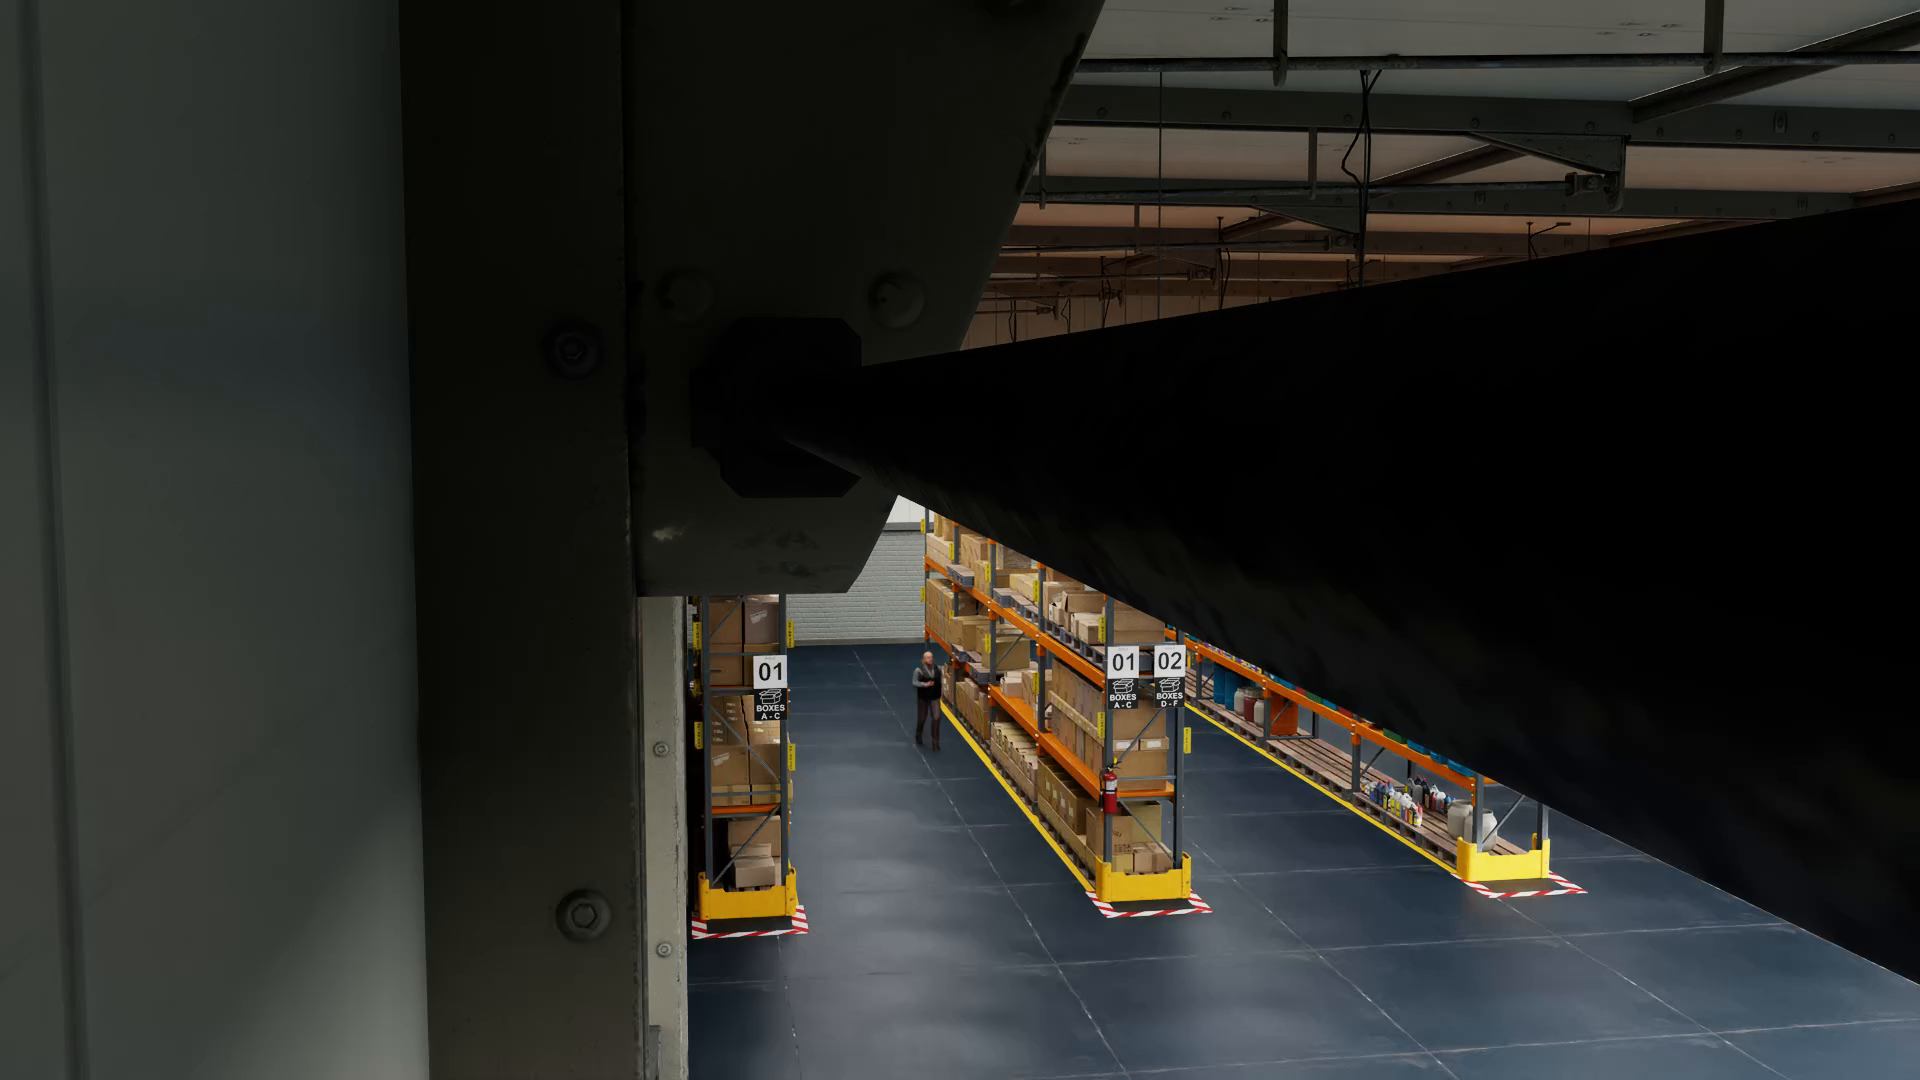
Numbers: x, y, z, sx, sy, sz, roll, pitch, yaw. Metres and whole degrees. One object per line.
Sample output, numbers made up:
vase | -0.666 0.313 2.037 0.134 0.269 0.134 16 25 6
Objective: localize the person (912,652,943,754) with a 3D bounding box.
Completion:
person | -0.573 2.849 29.586 0.636 1.754 0.906 -2 5 -18
